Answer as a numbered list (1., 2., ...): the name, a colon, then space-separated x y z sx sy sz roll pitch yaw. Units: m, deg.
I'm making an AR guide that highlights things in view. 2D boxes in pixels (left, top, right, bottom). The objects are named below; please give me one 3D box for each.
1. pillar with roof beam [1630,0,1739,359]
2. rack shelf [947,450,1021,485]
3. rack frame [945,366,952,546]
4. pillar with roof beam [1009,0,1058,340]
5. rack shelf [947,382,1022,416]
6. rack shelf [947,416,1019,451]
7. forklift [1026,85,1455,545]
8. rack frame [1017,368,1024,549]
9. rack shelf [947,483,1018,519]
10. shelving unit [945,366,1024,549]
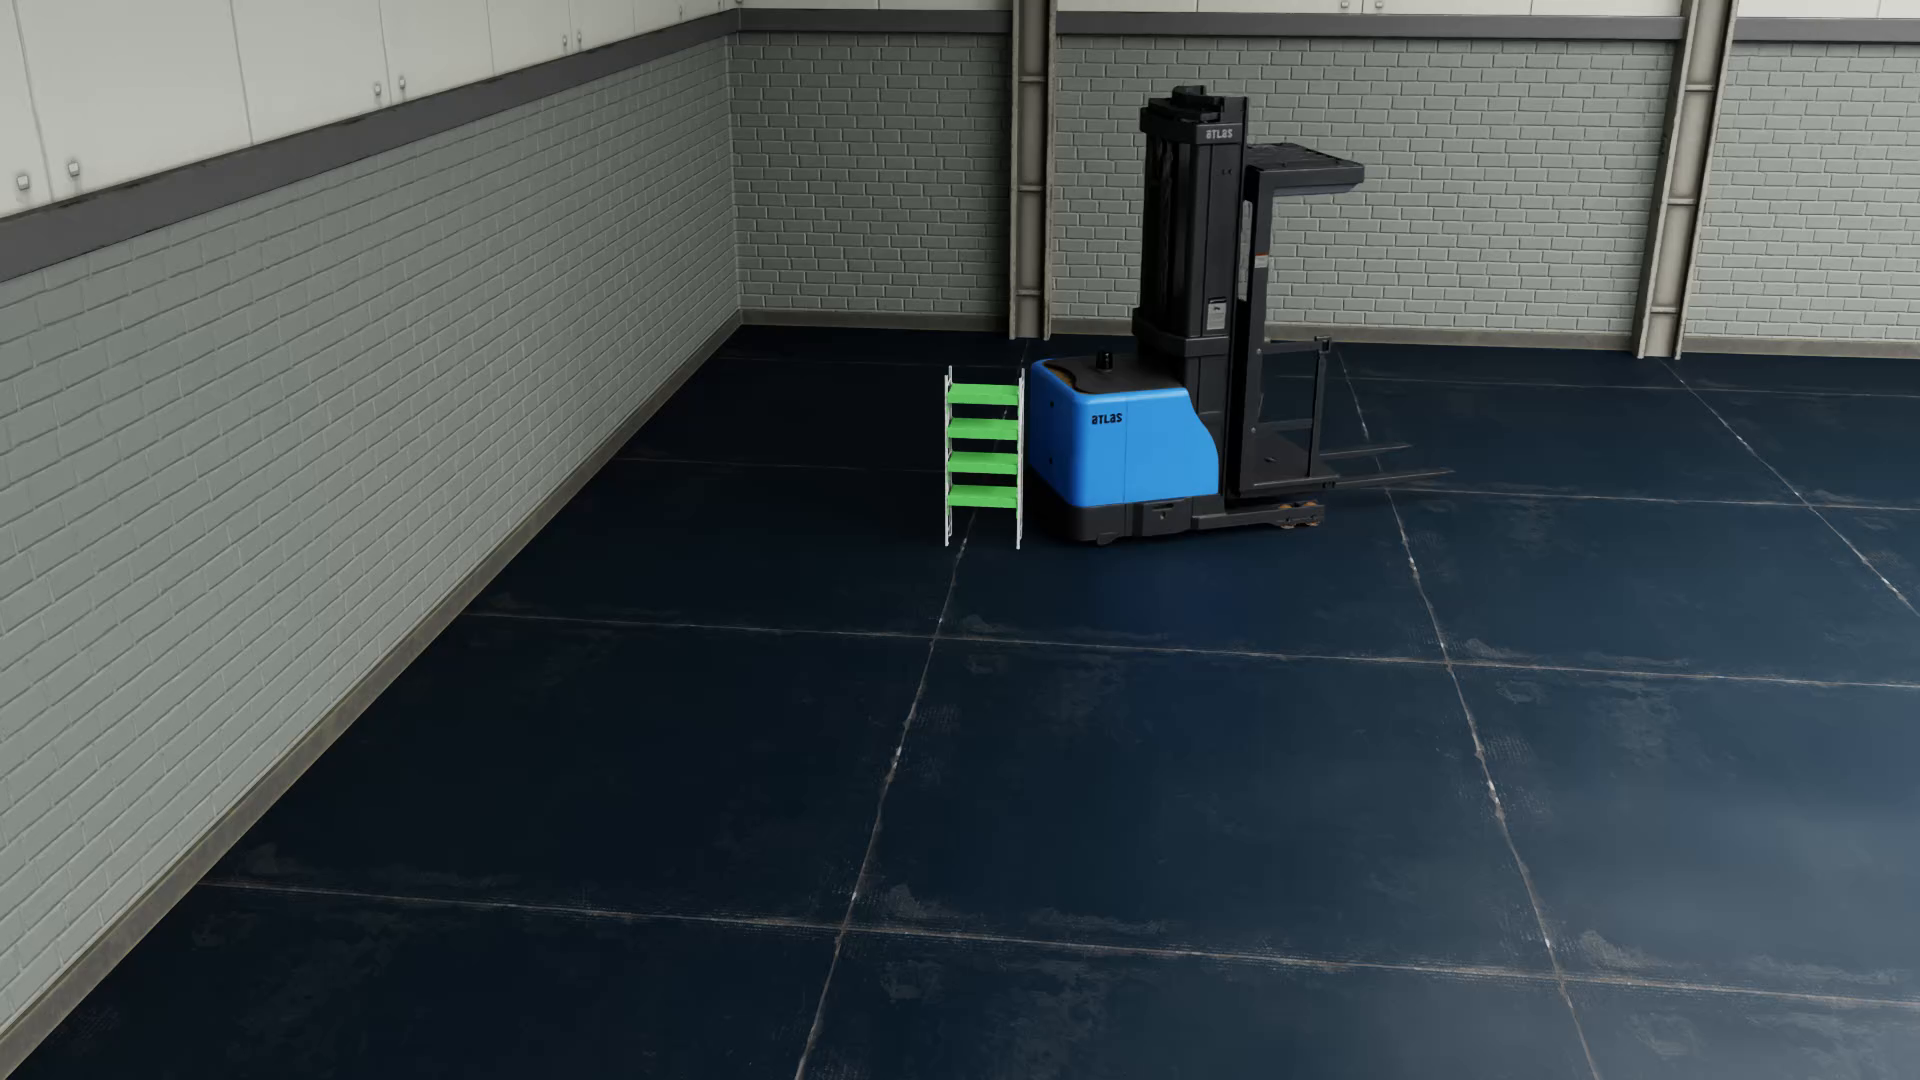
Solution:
1. pillar with roof beam: 6.149 -4.391 10.307 0.400 9.000 9.100 2 22 6
2. rack shelf: 0.164 -0.491 11.225 0.480 0.148 0.258 2 22 6
3. rack frame: -0.078 -0.561 11.228 0.015 1.200 0.240 2 22 6
4. pillar with roof beam: 0.191 -4.651 10.964 0.400 9.000 9.100 2 22 6
5. rack shelf: 0.164 -0.938 11.048 0.480 0.148 0.258 2 22 6
6. rack shelf: 0.164 -0.715 11.136 0.480 0.148 0.258 2 22 6
7. forklift: 2.058 -1.619 11.549 3.031 2.935 1.130 -6 22 -15
8. rack frame: 0.407 -0.540 11.174 0.015 1.200 0.240 2 22 6
9. rack shelf: 0.164 -0.268 11.313 0.480 0.148 0.258 2 22 6
10. shelving unit: 0.164 -0.551 11.201 0.503 1.200 0.258 2 22 6
